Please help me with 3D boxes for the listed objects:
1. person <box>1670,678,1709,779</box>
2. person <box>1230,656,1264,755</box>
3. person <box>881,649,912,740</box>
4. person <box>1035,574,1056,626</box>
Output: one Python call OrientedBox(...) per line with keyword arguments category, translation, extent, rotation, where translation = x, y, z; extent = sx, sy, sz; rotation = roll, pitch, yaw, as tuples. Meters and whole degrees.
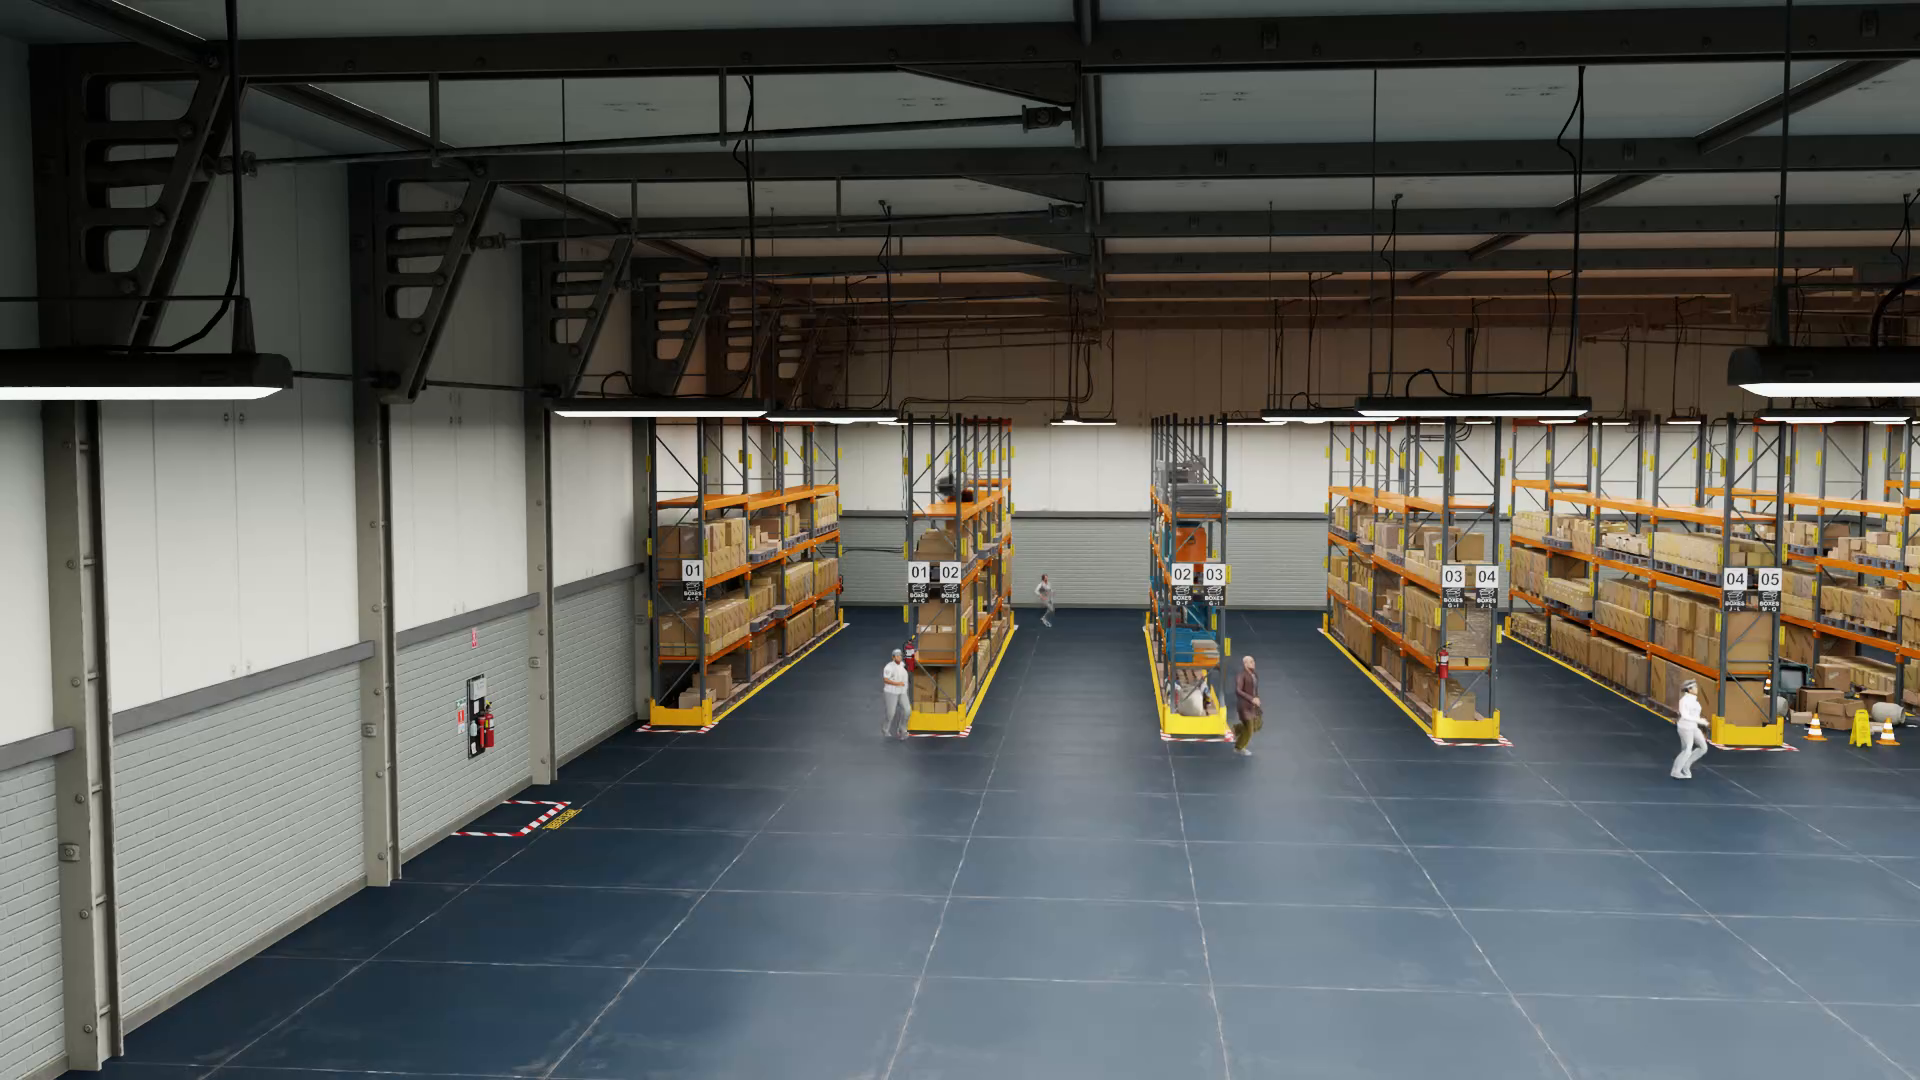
OrientedBox(category="person", translation=(11.877, 3.068, 26.994), extent=(0.586, 1.656, 0.619), rotation=(3, 5, 39))
OrientedBox(category="person", translation=(5.053, 2.940, 29.217), extent=(0.702, 1.663, 0.746), rotation=(3, 5, 38))
OrientedBox(category="person", translation=(-1.150, 2.855, 30.597), extent=(0.633, 1.721, 0.707), rotation=(-3, 5, -38))
OrientedBox(category="person", translation=(2.497, 1.752, 47.833), extent=(0.534, 1.504, 0.542), rotation=(4, 5, 42))
